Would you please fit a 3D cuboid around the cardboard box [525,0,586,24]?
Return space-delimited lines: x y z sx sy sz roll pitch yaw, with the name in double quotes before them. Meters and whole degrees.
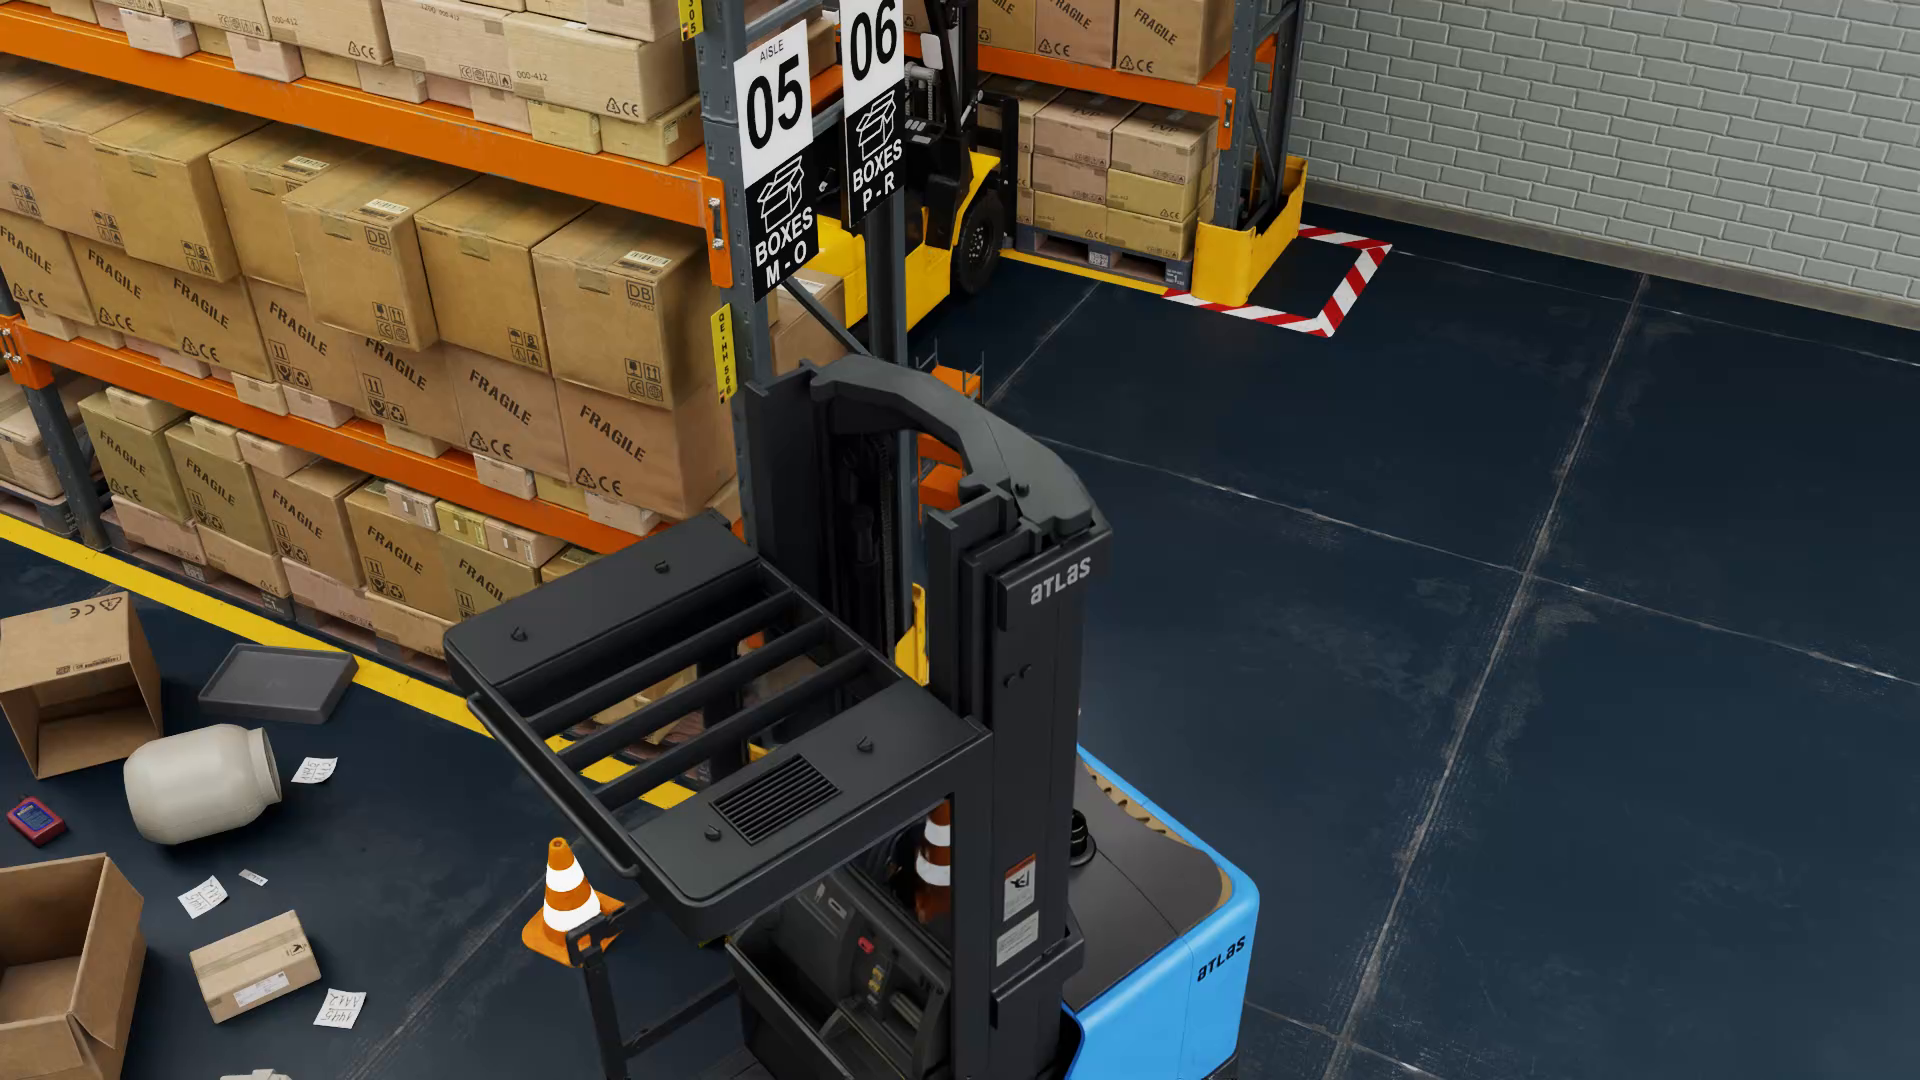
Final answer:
"cardboard box" -1.129 -1.741 5.130 0.250 0.149 0.380 18 41 22

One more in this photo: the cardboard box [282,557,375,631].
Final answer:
"cardboard box" -2.683 0.113 7.547 0.500 0.250 0.500 17 40 21

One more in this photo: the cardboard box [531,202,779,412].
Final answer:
"cardboard box" -1.036 -0.882 5.775 0.500 0.500 0.700 16 40 20

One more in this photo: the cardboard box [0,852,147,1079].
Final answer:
"cardboard box" -3.206 1.565 5.772 0.637 0.503 0.797 -8 38 -10

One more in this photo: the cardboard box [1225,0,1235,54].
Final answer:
"cardboard box" 1.485 -3.293 10.025 0.500 0.500 0.500 19 41 23

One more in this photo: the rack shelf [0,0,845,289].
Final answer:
"rack shelf" -2.258 -1.765 6.208 4.000 0.370 1.077 17 41 21

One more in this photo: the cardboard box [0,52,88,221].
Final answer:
"cardboard box" -3.743 -1.731 6.893 0.500 0.500 0.700 17 40 21

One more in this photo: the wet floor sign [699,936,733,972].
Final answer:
"wet floor sign" -0.805 1.265 6.050 0.267 0.644 0.232 -29 46 -33

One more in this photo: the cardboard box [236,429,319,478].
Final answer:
"cardboard box" -2.853 -0.451 7.133 0.250 0.149 0.380 20 41 24

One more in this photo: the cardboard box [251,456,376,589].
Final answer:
"cardboard box" -2.694 -0.187 7.322 0.500 0.500 0.500 20 41 24

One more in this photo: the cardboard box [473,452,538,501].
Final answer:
"cardboard box" -1.649 -0.339 6.423 0.250 0.149 0.380 18 41 22

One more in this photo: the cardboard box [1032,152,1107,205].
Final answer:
"cardboard box" 0.781 -2.350 10.379 0.500 0.250 0.500 17 40 21

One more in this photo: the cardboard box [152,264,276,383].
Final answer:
"cardboard box" -2.875 -1.025 6.791 0.500 0.500 0.500 17 40 21

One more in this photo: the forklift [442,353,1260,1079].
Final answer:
"forklift" -0.514 1.103 4.372 3.031 2.935 1.130 -27 45 -31

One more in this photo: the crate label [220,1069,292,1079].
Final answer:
"crate label" -2.392 1.918 5.610 0.298 0.136 0.250 -2 37 -2

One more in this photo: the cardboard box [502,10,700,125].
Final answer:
"cardboard box" -1.060 -1.552 5.210 0.500 0.250 0.500 17 40 21

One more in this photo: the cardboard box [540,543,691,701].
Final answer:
"cardboard box" -1.313 0.246 6.752 0.500 0.500 0.500 18 41 22

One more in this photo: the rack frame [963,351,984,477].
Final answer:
"rack frame" 0.061 -0.399 7.907 0.008 1.050 0.200 17 41 21

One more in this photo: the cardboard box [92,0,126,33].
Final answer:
"cardboard box" -2.956 -2.005 6.138 0.250 0.149 0.380 16 40 20

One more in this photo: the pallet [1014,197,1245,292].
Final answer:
"pallet" 1.099 -2.046 10.771 1.213 0.211 1.003 17 41 21

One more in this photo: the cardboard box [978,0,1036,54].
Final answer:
"cardboard box" 0.328 -3.294 10.025 0.500 0.500 0.500 17 40 21

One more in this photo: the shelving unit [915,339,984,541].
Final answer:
"shelving unit" -0.048 -0.433 7.952 0.252 1.050 0.215 17 41 21

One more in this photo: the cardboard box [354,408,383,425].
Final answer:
"cardboard box" -2.261 -0.625 6.800 0.250 0.149 0.380 17 41 21

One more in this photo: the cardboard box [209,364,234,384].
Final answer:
"cardboard box" -2.949 -0.808 7.042 0.250 0.149 0.380 17 40 21

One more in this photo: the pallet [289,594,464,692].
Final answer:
"pallet" -2.334 0.204 7.806 1.213 0.211 1.003 17 41 21

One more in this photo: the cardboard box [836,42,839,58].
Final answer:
"cardboard box" -1.020 -3.098 10.951 0.500 0.250 0.500 17 41 22

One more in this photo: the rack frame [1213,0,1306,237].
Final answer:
"rack frame" 1.798 -2.966 9.677 0.127 3.000 1.000 17 41 21

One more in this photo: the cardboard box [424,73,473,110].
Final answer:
"cardboard box" -1.578 -1.594 5.596 0.250 0.149 0.380 18 41 22

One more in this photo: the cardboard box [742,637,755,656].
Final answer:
"cardboard box" -1.071 0.255 7.360 0.500 0.250 0.500 17 40 21

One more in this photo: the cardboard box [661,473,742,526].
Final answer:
"cardboard box" -0.912 -0.190 6.227 0.250 0.149 0.380 19 41 23

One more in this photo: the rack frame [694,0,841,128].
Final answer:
"rack frame" -0.482 -2.690 4.351 0.127 3.000 1.000 17 41 21

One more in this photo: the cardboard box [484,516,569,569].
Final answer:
"cardboard box" -1.670 -0.078 6.642 0.250 0.149 0.380 19 41 23

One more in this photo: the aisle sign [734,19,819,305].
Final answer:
"aisle sign" -0.560 -1.163 5.151 0.004 0.787 0.394 17 41 21

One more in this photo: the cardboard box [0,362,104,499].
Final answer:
"cardboard box" -4.501 -0.678 8.488 0.625 0.372 0.950 18 41 22

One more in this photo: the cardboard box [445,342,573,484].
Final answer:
"cardboard box" -1.533 -0.603 6.235 0.500 0.500 0.500 17 41 22

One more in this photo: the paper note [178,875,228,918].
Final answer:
"paper note" -2.922 1.376 6.422 0.148 0.019 0.142 -29 46 -33

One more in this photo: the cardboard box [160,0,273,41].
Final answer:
"cardboard box" -2.419 -1.973 5.765 0.500 0.250 0.500 18 41 22

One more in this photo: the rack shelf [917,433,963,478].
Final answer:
"rack shelf" -0.048 -0.425 7.959 0.240 0.259 0.215 17 41 21

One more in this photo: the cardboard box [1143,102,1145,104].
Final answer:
"cardboard box" 1.458 -2.672 10.389 0.500 0.250 0.500 17 40 21

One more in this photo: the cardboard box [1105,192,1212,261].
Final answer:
"cardboard box" 1.235 -2.000 10.330 0.500 0.250 0.500 18 41 22

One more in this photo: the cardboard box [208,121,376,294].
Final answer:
"cardboard box" -2.361 -1.326 6.361 0.500 0.500 0.700 17 40 21

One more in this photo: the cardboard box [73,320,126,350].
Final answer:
"cardboard box" -3.653 -1.010 7.308 0.250 0.149 0.380 19 41 23

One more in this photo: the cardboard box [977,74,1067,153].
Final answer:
"cardboard box" 0.336 -2.671 10.388 0.500 0.250 0.500 18 41 22

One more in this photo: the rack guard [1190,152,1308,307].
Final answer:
"rack guard" 1.819 -1.964 10.424 0.348 0.500 1.175 17 41 21

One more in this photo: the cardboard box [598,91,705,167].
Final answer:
"cardboard box" -0.927 -1.344 5.267 0.250 0.149 0.380 18 41 22

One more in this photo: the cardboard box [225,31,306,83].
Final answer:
"cardboard box" -2.312 -1.747 5.798 0.250 0.149 0.380 17 40 21
